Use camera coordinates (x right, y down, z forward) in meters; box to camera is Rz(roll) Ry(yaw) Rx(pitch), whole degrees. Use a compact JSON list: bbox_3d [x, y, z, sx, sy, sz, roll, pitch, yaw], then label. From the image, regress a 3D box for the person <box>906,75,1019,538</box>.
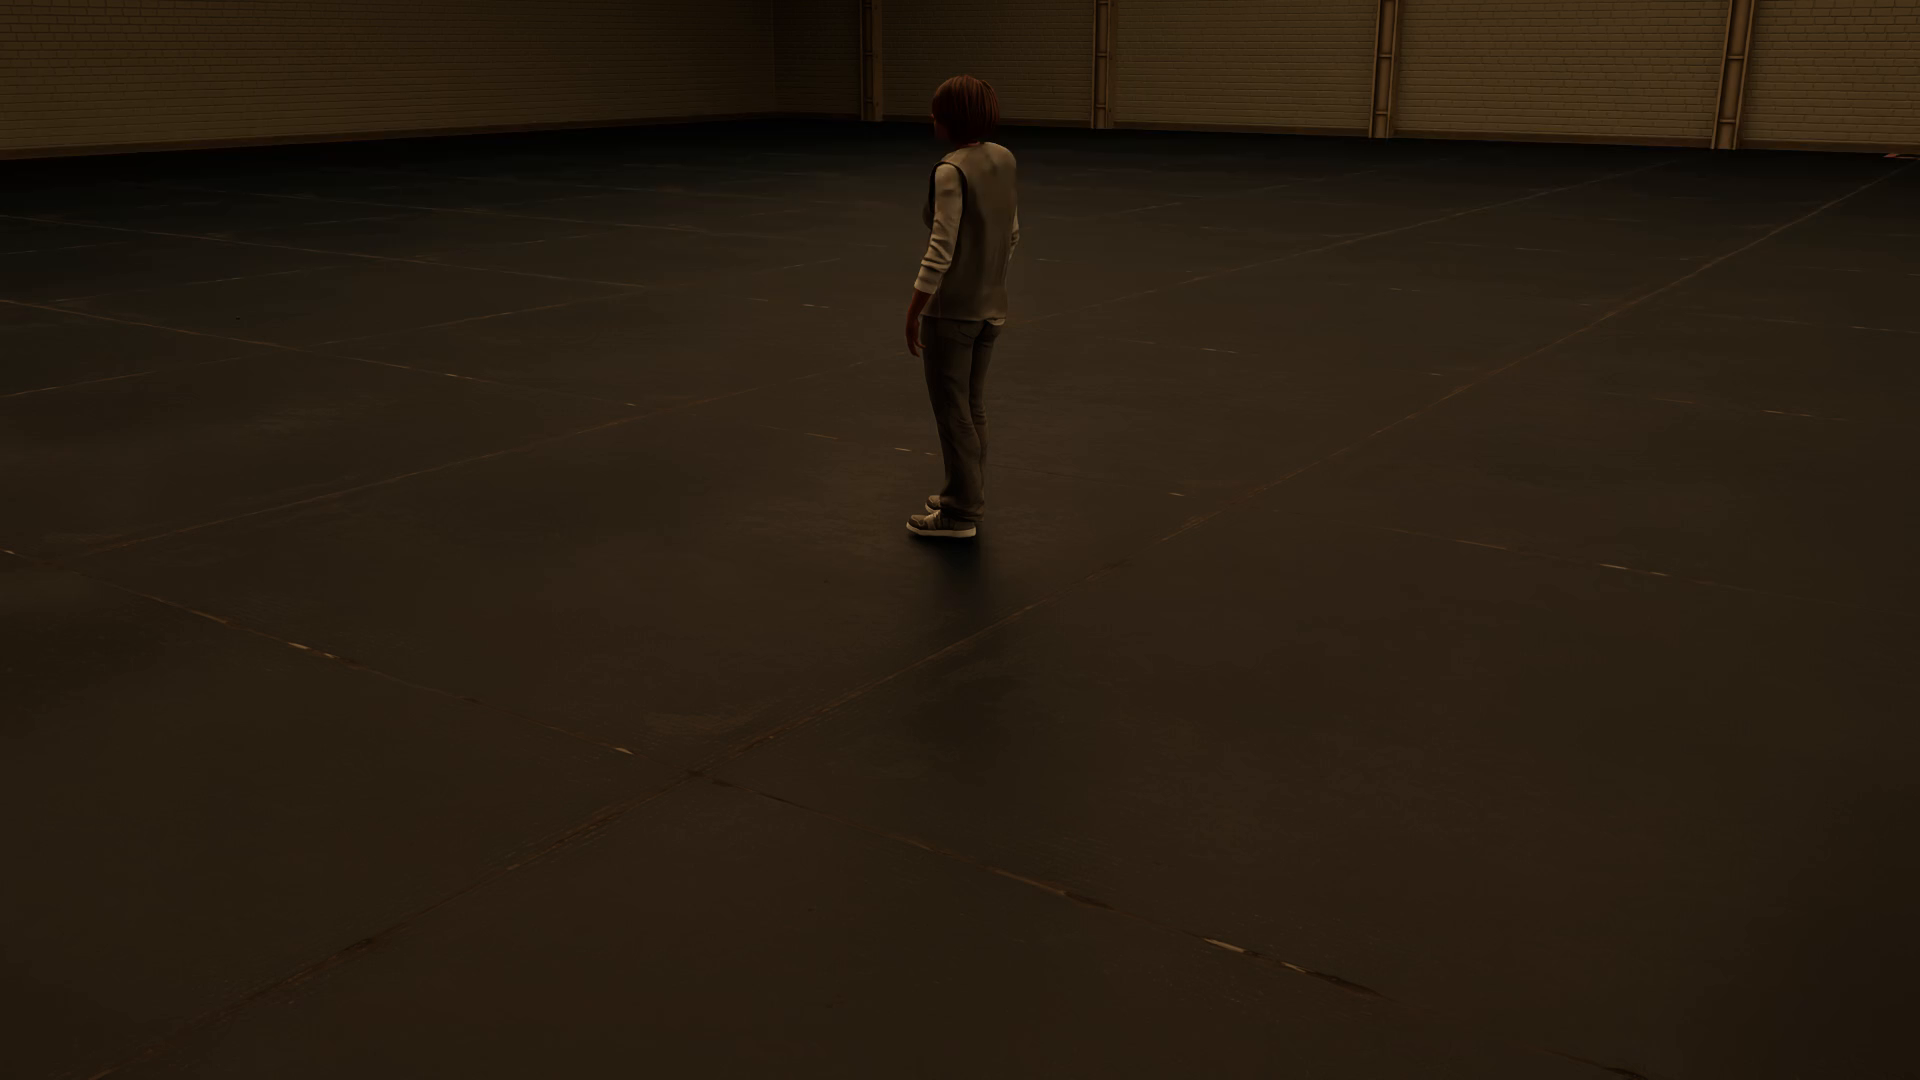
[{"bbox_3d":[-0.052,-0.788,5.769,0.475,1.597,0.520,11,20,33],"label":"person"}]
